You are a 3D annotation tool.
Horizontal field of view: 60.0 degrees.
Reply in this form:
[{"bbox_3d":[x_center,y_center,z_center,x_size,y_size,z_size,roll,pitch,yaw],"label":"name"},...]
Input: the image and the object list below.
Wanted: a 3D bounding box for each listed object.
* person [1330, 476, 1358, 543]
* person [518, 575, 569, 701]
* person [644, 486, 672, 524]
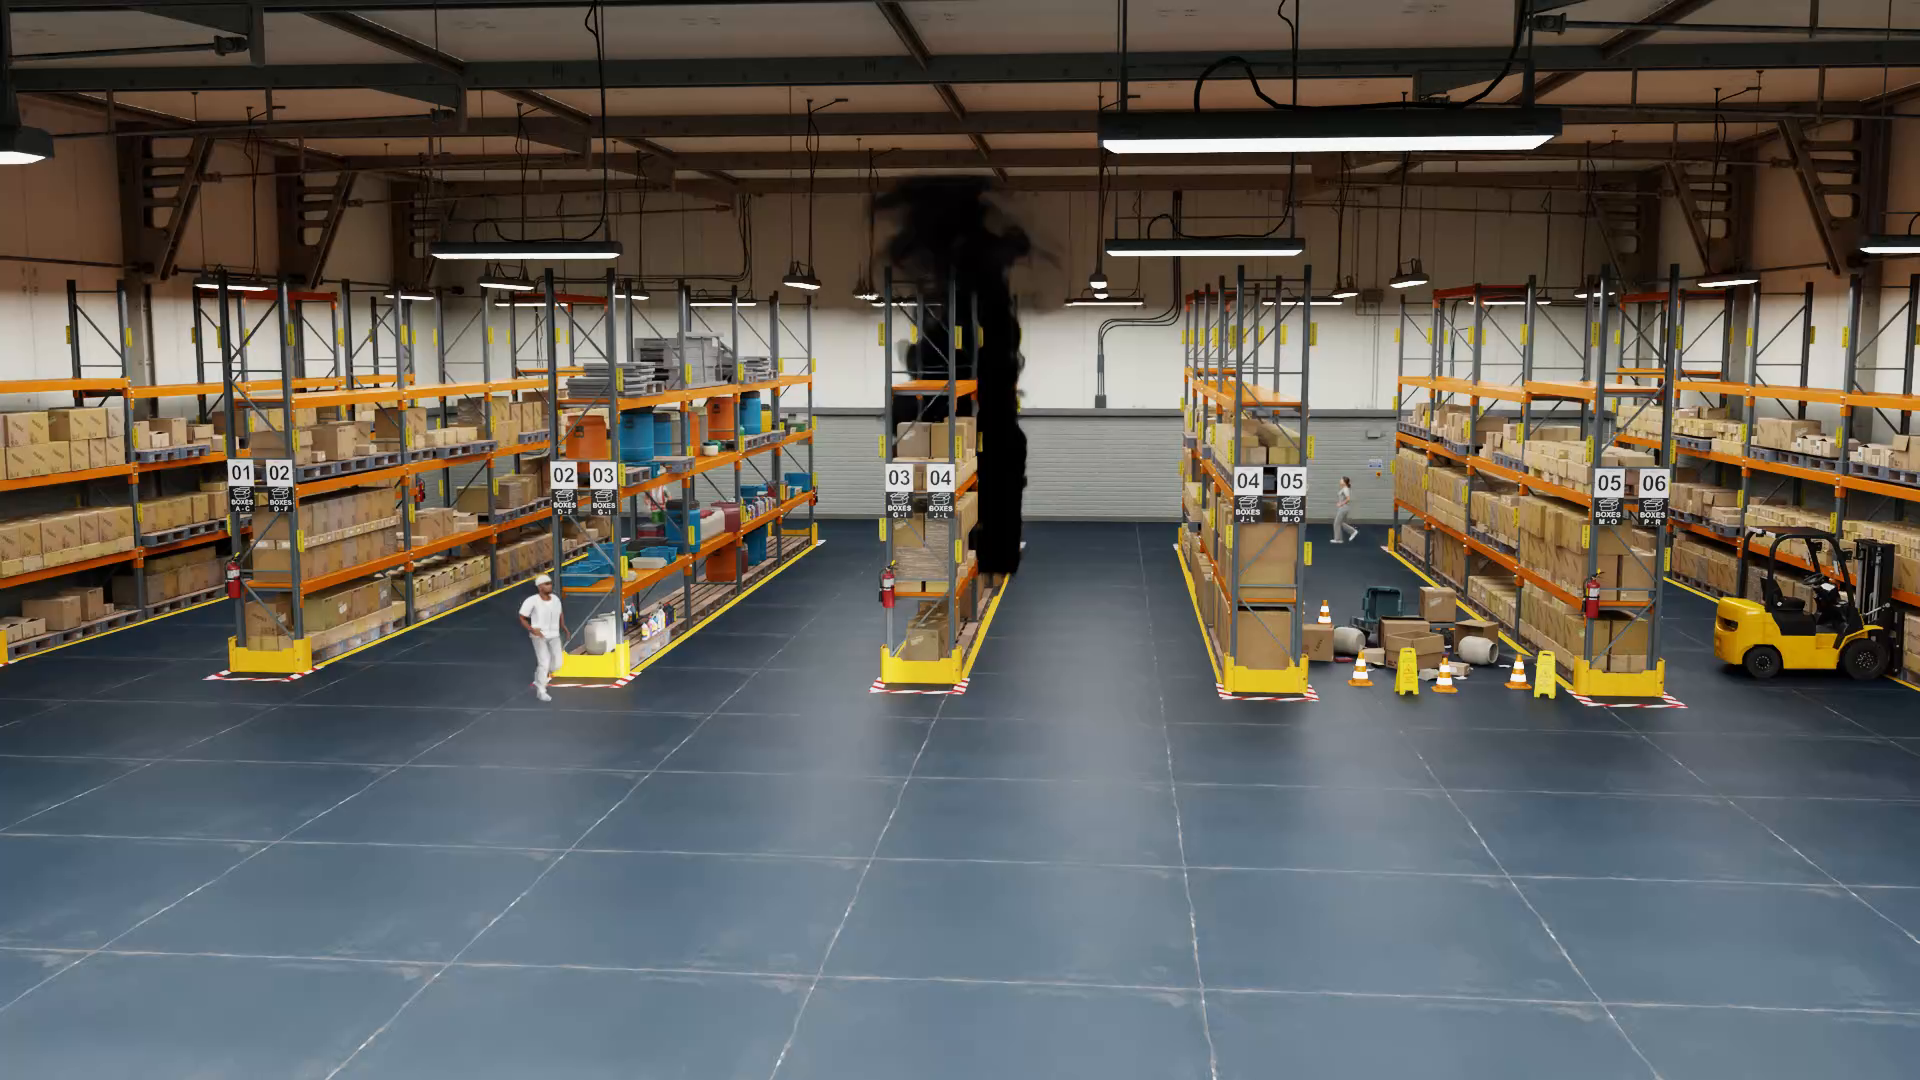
[{"bbox_3d":[9.389,-0.733,40.554,0.668,1.637,0.592,1,7,12],"label":"person"},{"bbox_3d":[-5.774,1.352,23.167,0.535,1.735,0.763,7,10,44],"label":"person"},{"bbox_3d":[-7.206,-0.676,39.698,0.676,1.753,0.732,-1,7,-6],"label":"person"}]
